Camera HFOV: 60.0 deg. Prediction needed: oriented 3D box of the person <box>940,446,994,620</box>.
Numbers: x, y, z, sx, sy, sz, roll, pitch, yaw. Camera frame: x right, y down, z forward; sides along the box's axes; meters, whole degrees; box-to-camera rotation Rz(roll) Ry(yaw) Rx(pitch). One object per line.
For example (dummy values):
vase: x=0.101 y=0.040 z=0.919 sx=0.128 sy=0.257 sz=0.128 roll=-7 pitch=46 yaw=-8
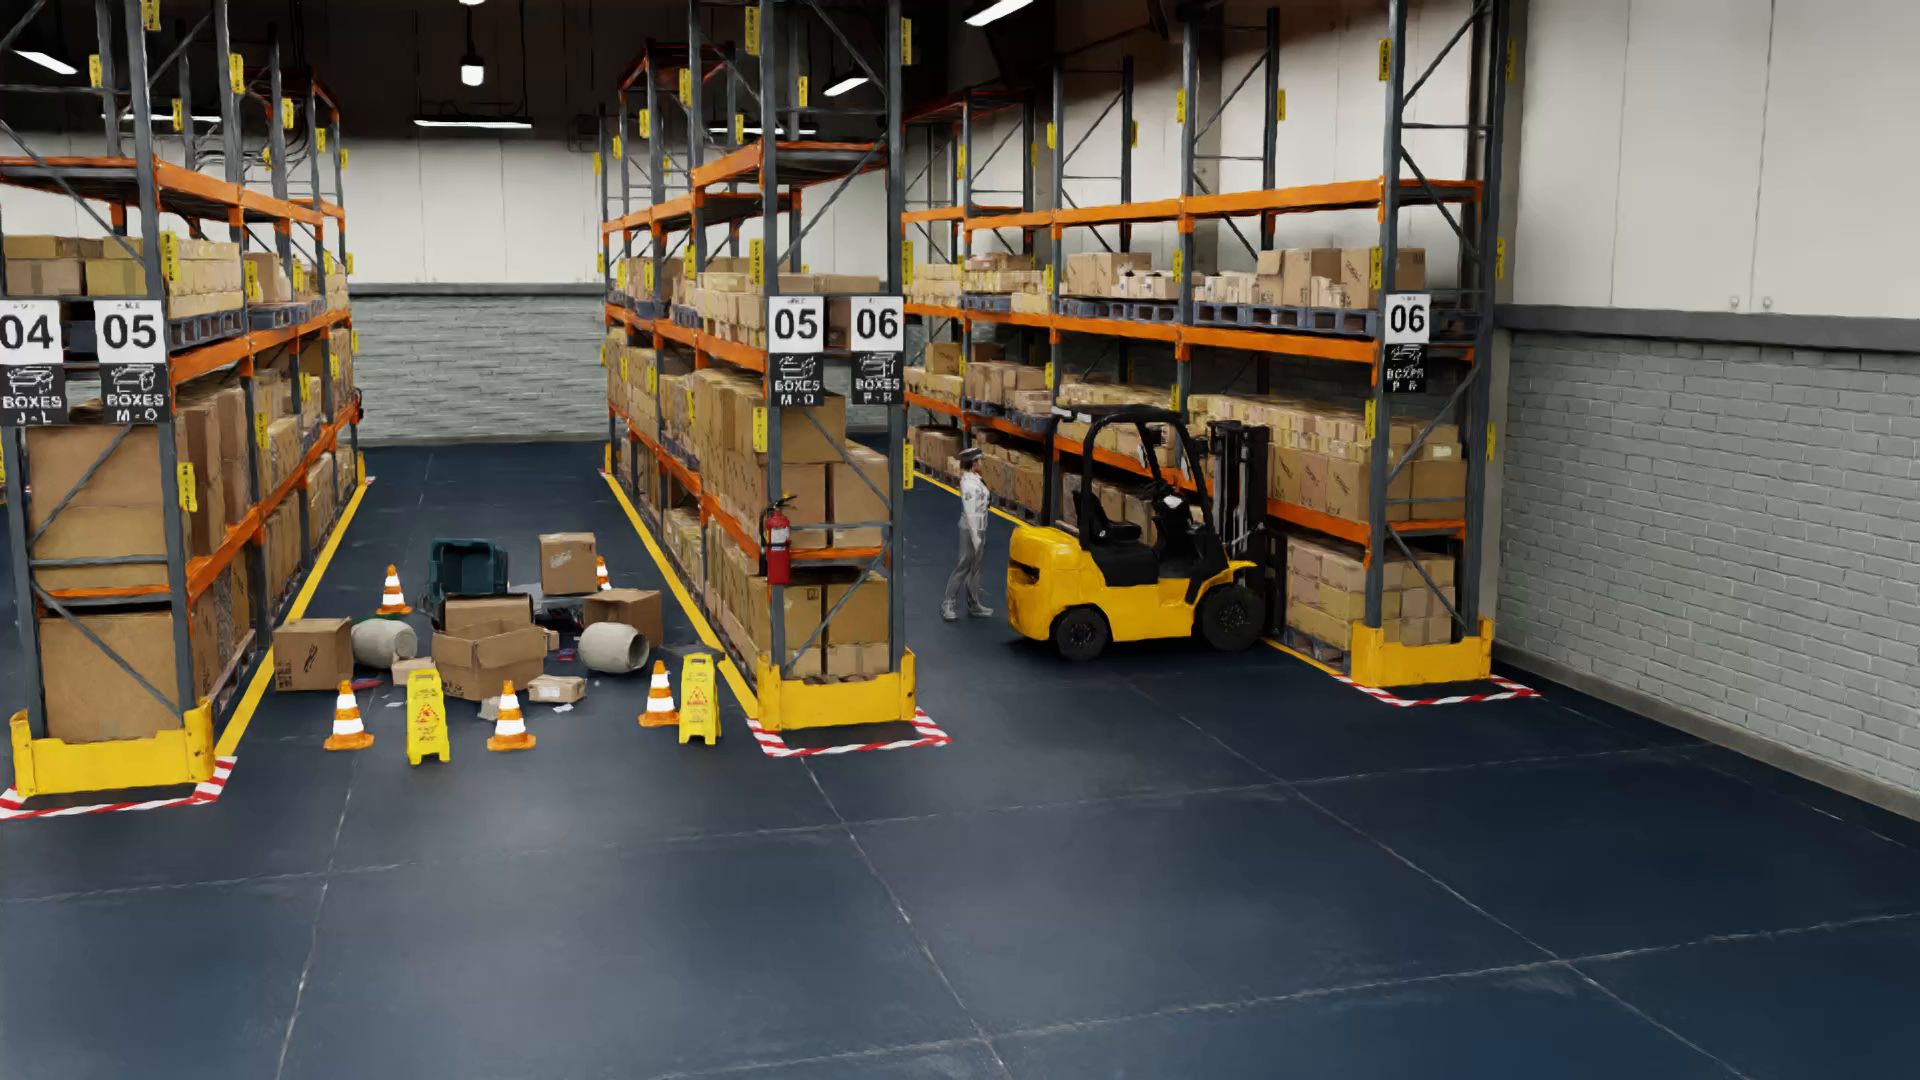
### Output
person: x=0.074 y=-0.078 z=16.317 sx=0.514 sy=1.677 sz=0.638 roll=1 pitch=9 yaw=6
